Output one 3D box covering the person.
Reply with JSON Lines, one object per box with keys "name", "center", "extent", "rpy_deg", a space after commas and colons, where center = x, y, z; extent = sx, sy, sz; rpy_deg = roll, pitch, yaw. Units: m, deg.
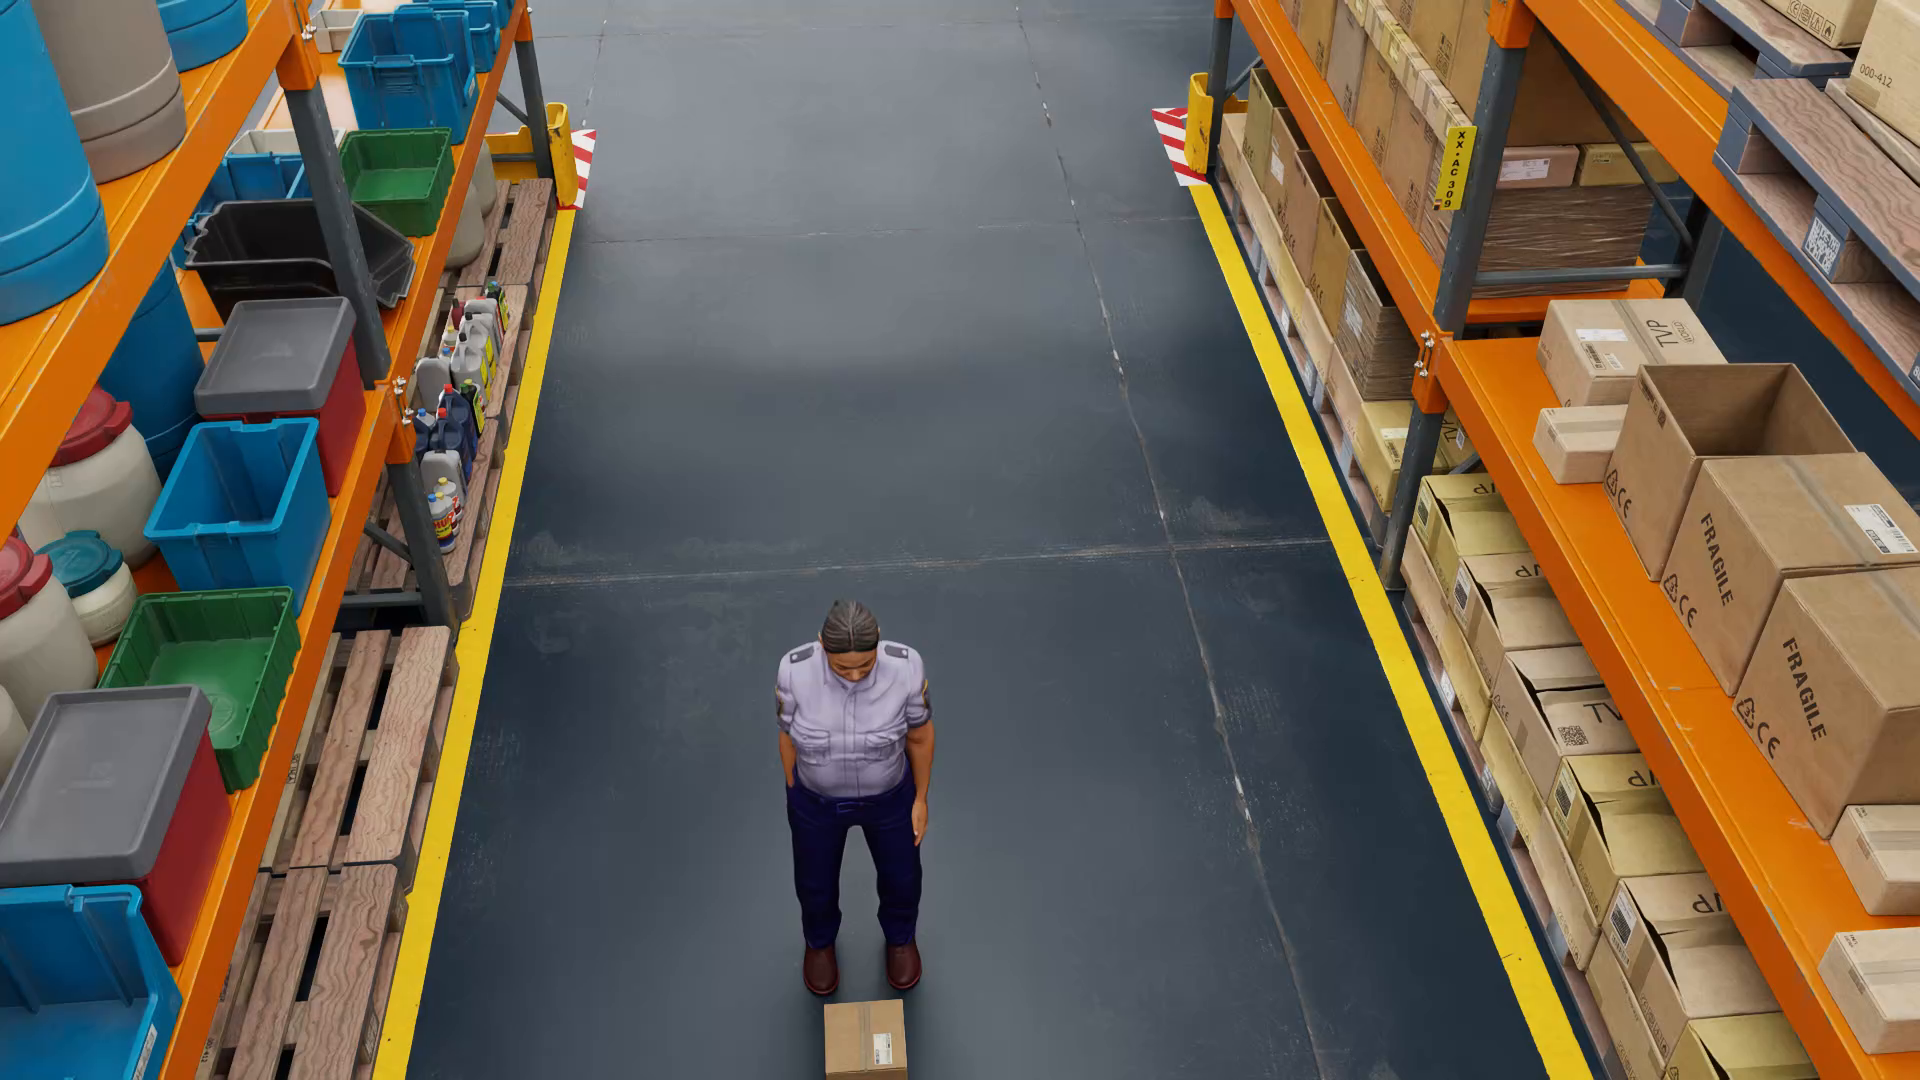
{"name": "person", "center": [-0.314, 0.797, 5.211], "extent": [0.478, 1.637, 0.337], "rpy_deg": [-2, 39, -3]}
